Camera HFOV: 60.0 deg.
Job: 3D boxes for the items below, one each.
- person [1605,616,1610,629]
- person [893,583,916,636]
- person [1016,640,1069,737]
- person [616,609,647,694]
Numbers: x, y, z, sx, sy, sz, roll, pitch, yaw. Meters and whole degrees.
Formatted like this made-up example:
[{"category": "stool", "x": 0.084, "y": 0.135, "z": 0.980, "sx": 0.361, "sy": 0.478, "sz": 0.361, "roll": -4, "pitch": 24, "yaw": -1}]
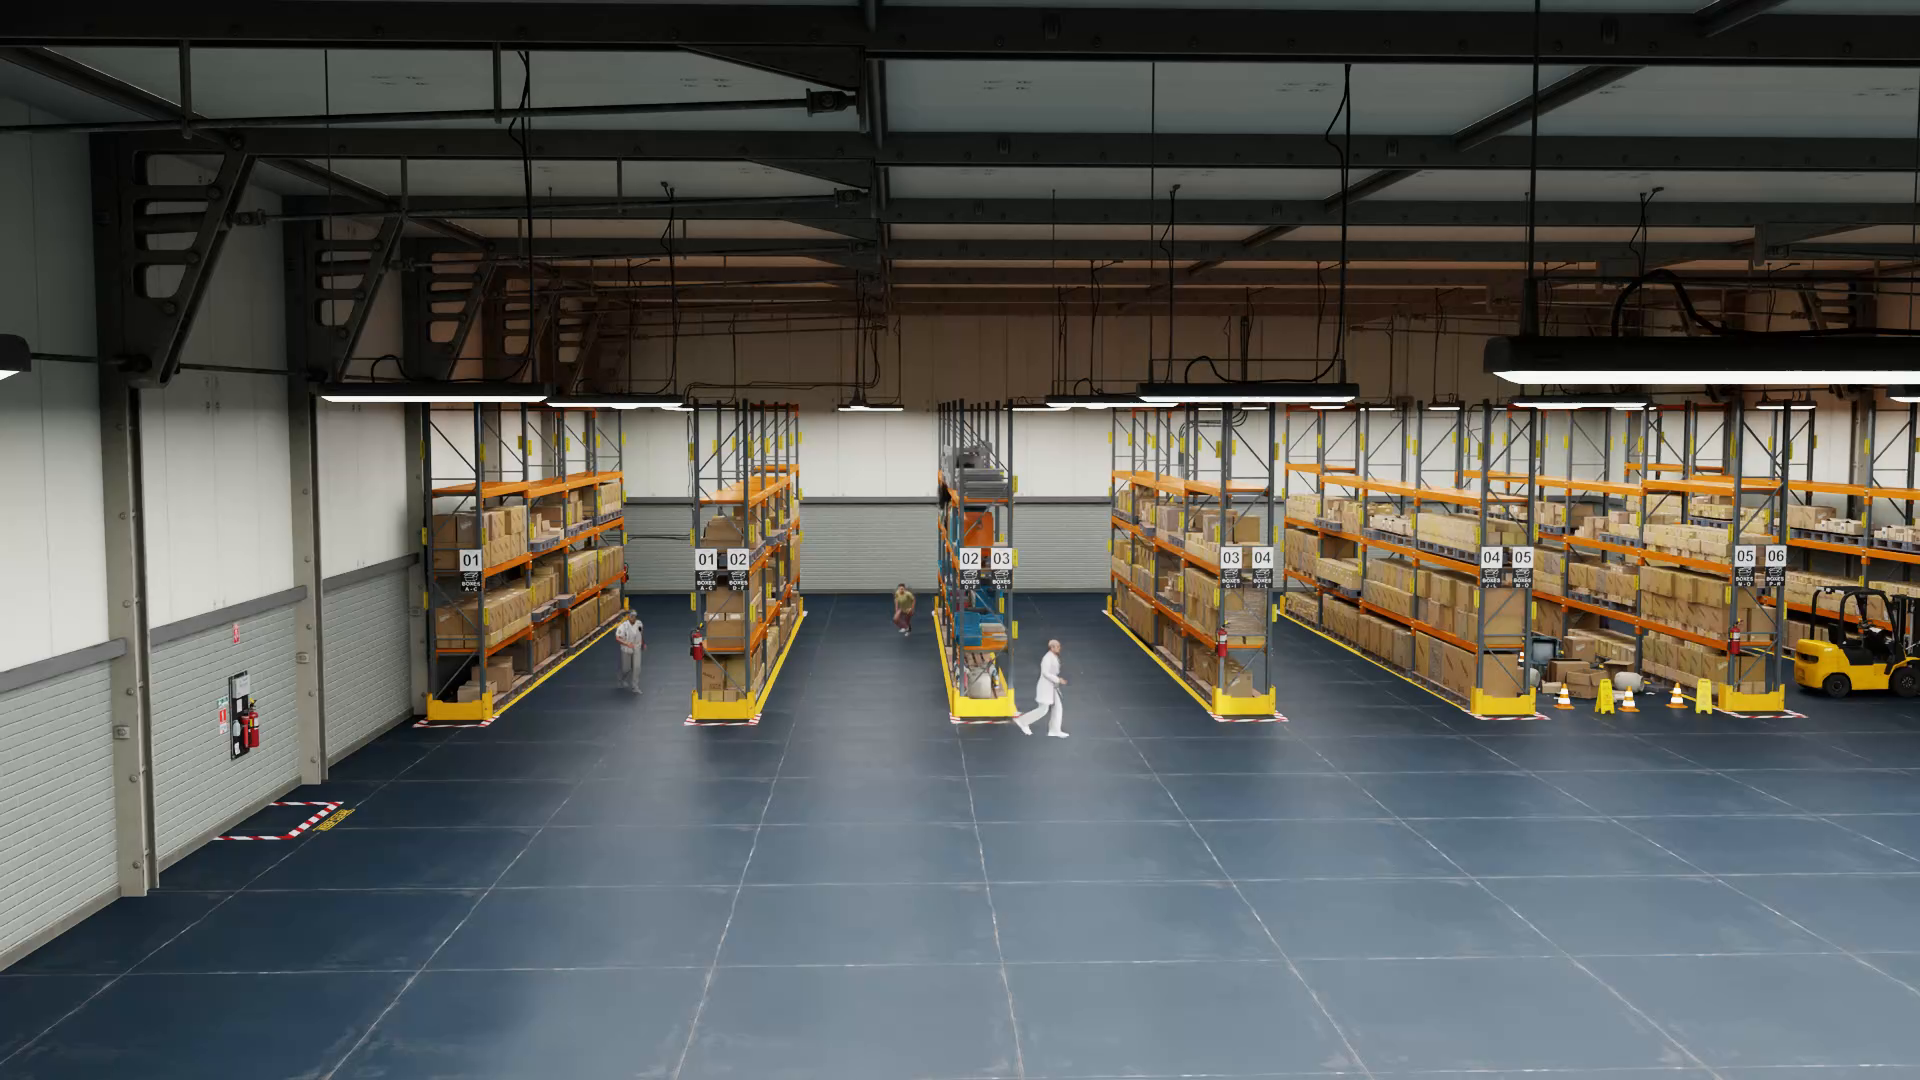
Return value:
[{"category": "person", "x": 16.833, "y": 1.583, "z": 43.993, "sx": 0.600, "sy": 1.624, "sz": 0.946, "roll": -1, "pitch": 4, "yaw": -13}, {"category": "person", "x": -1.346, "y": 1.752, "z": 41.732, "sx": 0.572, "sy": 1.429, "sz": 0.910, "roll": 1, "pitch": 5, "yaw": 16}, {"category": "person", "x": 1.460, "y": 2.625, "z": 29.395, "sx": 0.946, "sy": 1.743, "sz": 0.704, "roll": 1, "pitch": 5, "yaw": 16}, {"category": "person", "x": -6.815, "y": 2.262, "z": 34.269, "sx": 0.651, "sy": 1.741, "sz": 0.902, "roll": -2, "pitch": 5, "yaw": -29}]
